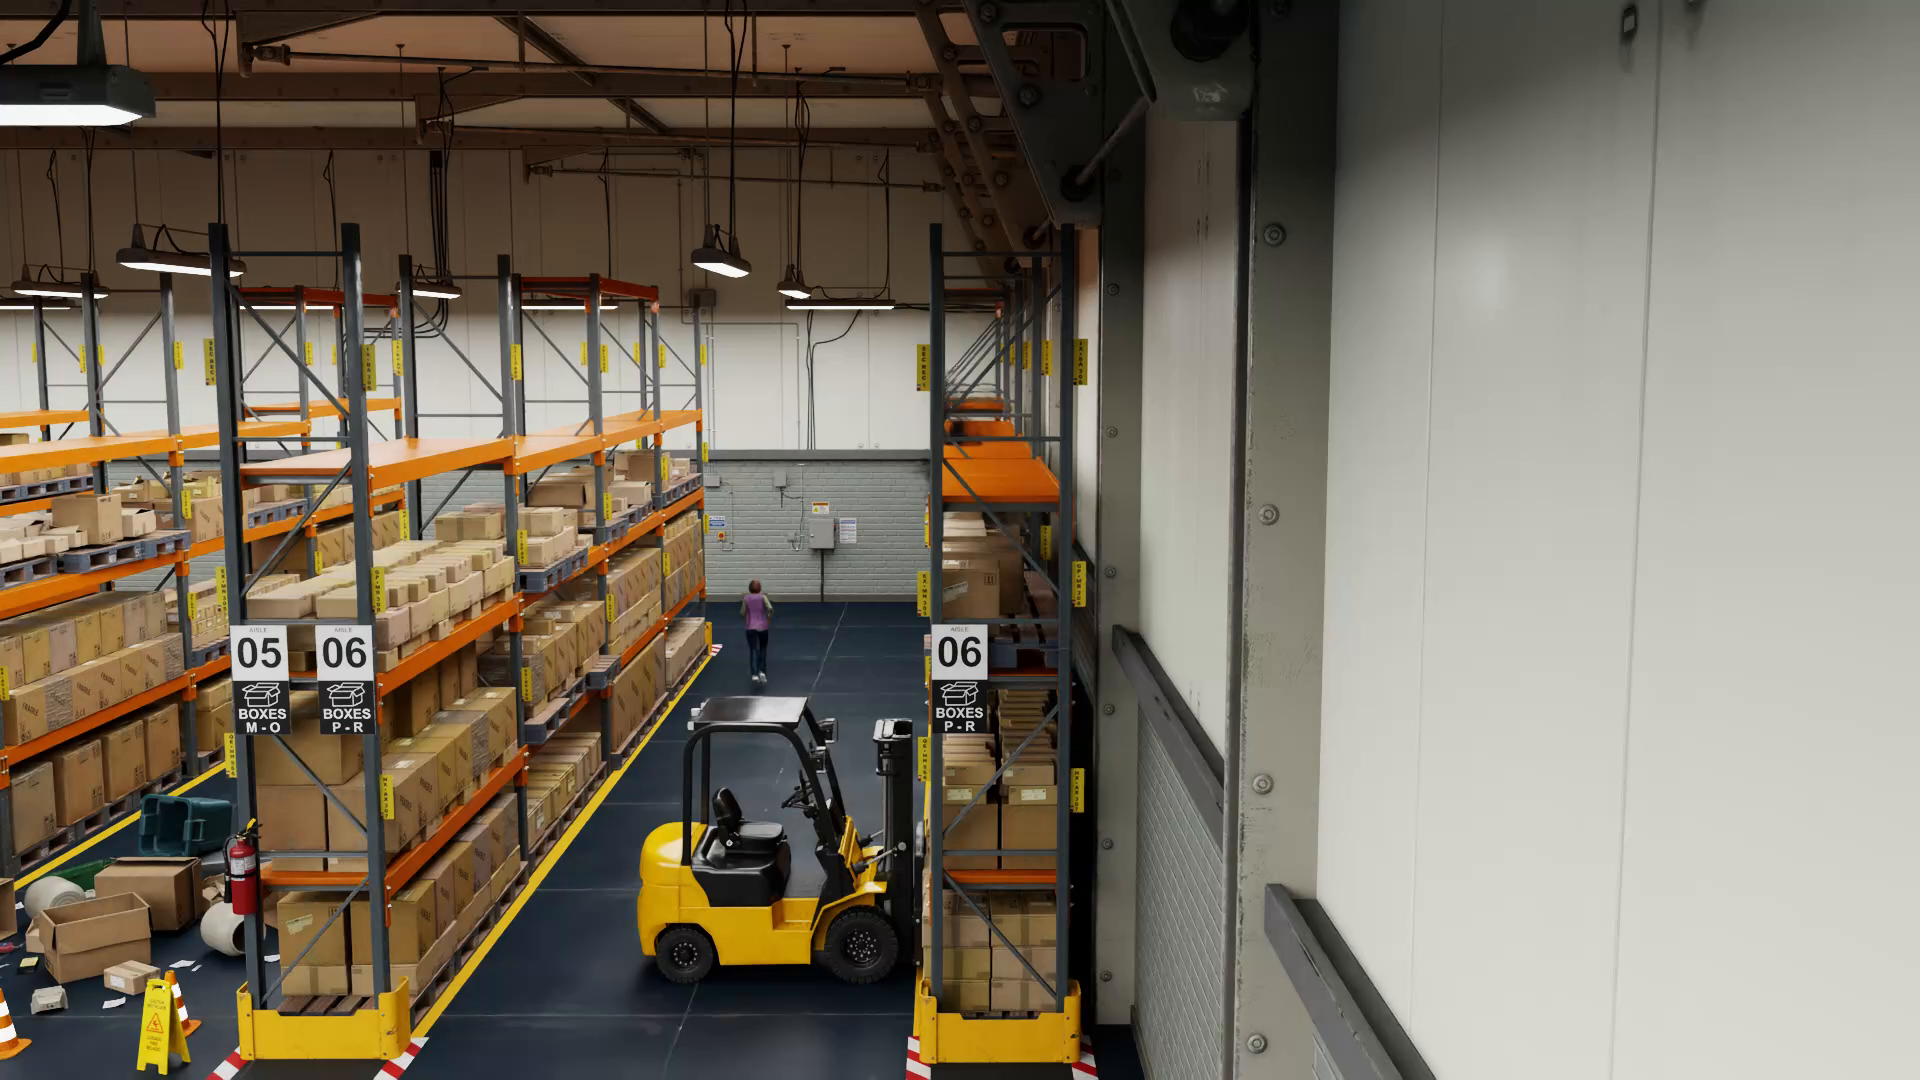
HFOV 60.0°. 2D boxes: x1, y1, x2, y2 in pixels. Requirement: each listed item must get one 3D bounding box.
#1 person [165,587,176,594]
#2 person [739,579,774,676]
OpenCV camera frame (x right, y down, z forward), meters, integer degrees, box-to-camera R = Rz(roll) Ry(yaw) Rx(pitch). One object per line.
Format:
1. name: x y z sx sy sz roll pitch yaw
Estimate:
1. person: -11.378 1.522 24.174 0.660 1.708 0.662 0 7 2
2. person: -3.100 1.342 25.358 0.523 1.494 0.739 -1 7 -6
